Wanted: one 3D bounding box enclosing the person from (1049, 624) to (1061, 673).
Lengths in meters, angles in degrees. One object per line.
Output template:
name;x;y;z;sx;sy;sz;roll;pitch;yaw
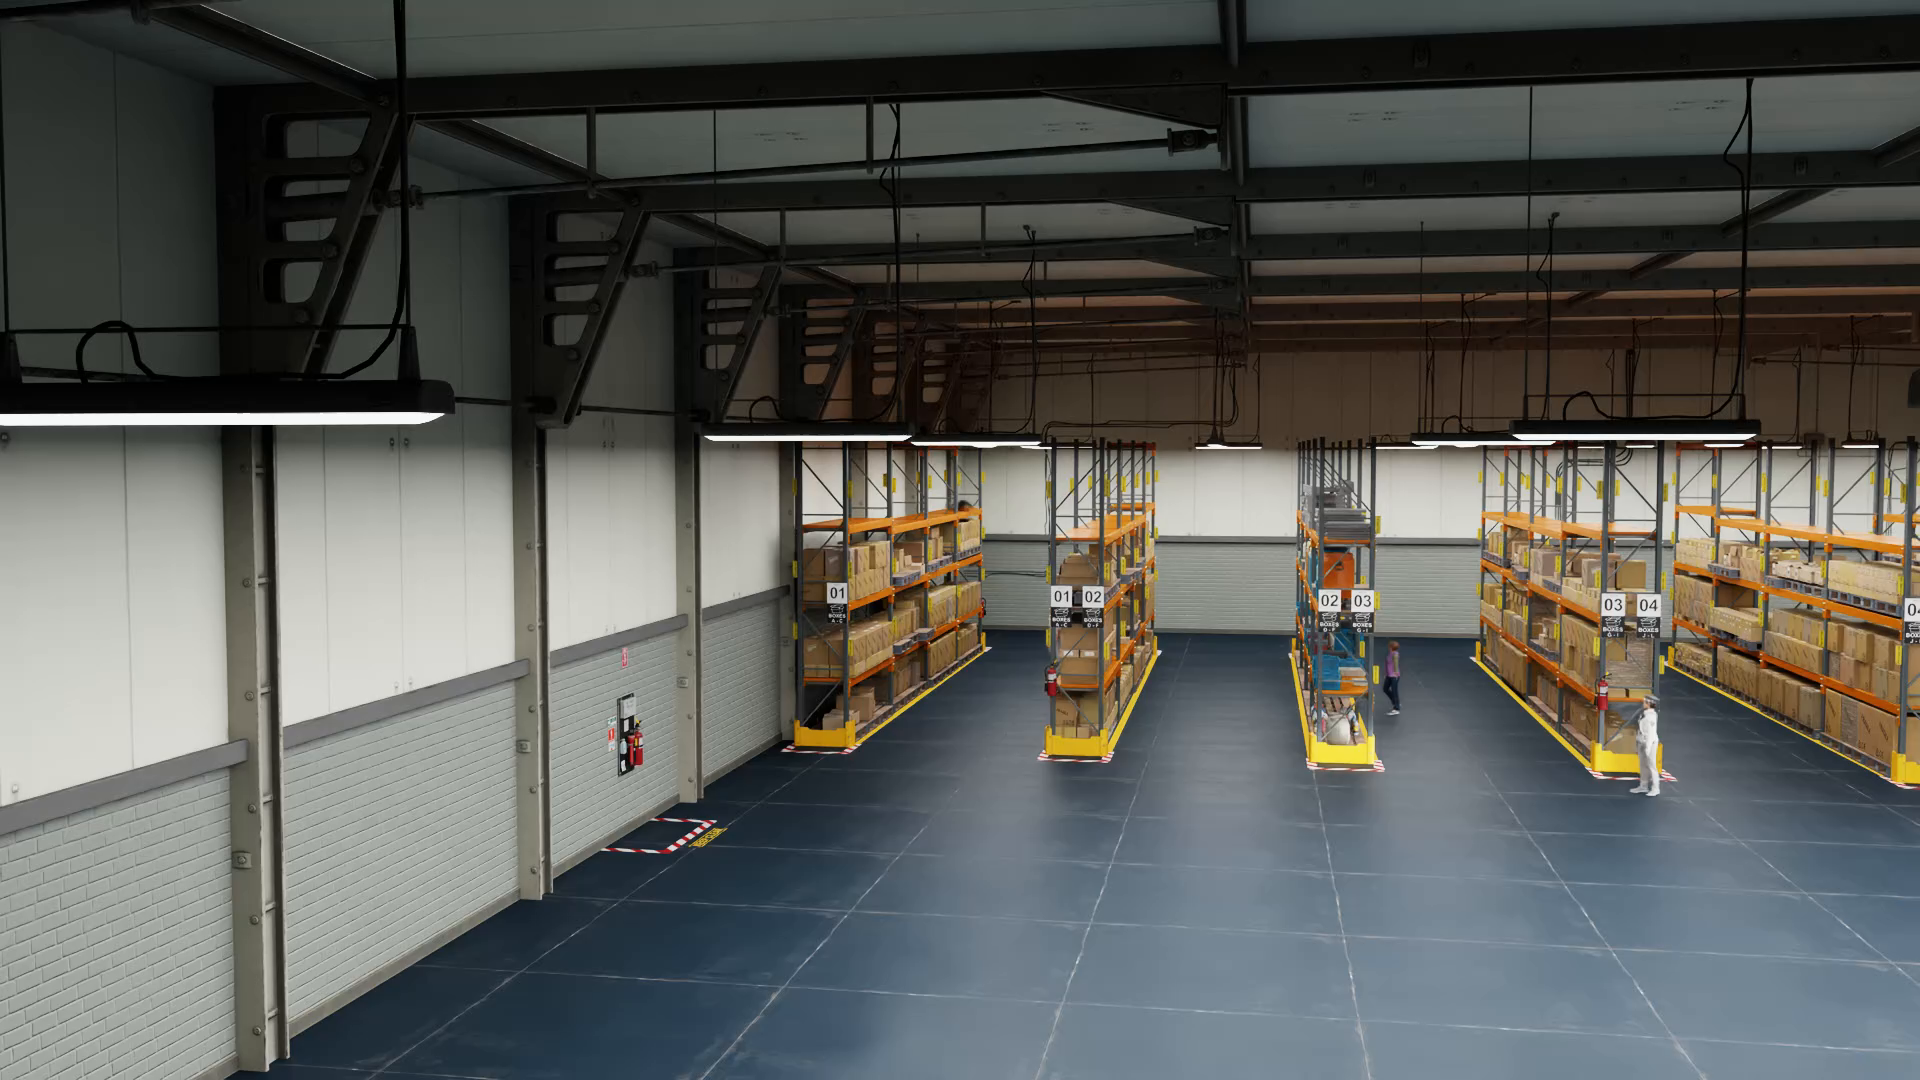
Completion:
person;2.513;2.571;43.154;0.450;1.778;0.636;0;3;-8

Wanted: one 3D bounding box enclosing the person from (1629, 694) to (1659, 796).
person;11.453;3.405;27.746;0.420;1.693;0.574;0;3;-7

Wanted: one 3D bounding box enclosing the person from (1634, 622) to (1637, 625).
person;19.249;2.399;46.881;0.492;1.678;1.034;2;4;31

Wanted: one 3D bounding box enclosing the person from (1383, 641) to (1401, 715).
person;9.466;2.992;36.287;0.358;1.608;0.471;0;3;-3
